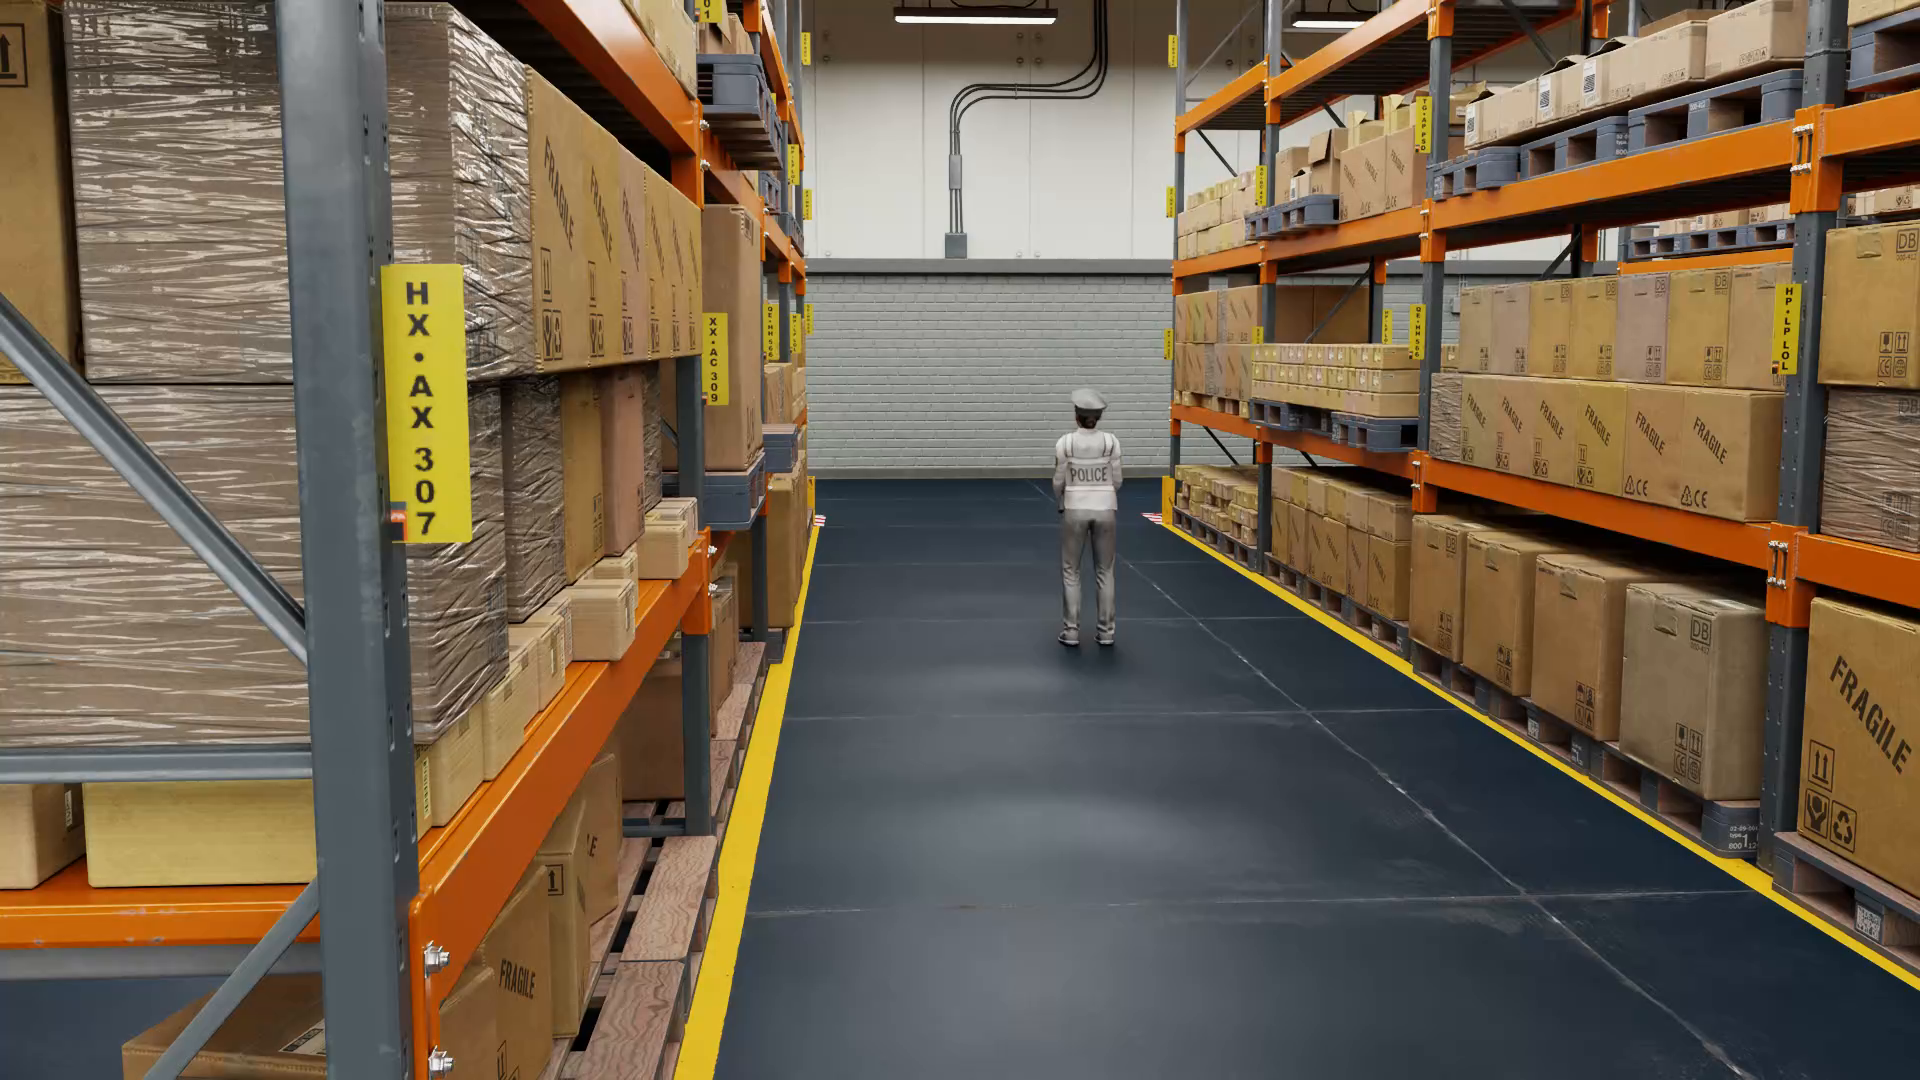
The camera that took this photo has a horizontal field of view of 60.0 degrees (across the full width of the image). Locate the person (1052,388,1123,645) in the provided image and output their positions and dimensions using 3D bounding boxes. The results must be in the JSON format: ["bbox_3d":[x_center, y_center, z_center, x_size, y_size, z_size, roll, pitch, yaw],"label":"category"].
[{"bbox_3d":[0.835,-0.159,10.950,0.459,1.686,0.556,0,7,-3],"label":"person"}]
